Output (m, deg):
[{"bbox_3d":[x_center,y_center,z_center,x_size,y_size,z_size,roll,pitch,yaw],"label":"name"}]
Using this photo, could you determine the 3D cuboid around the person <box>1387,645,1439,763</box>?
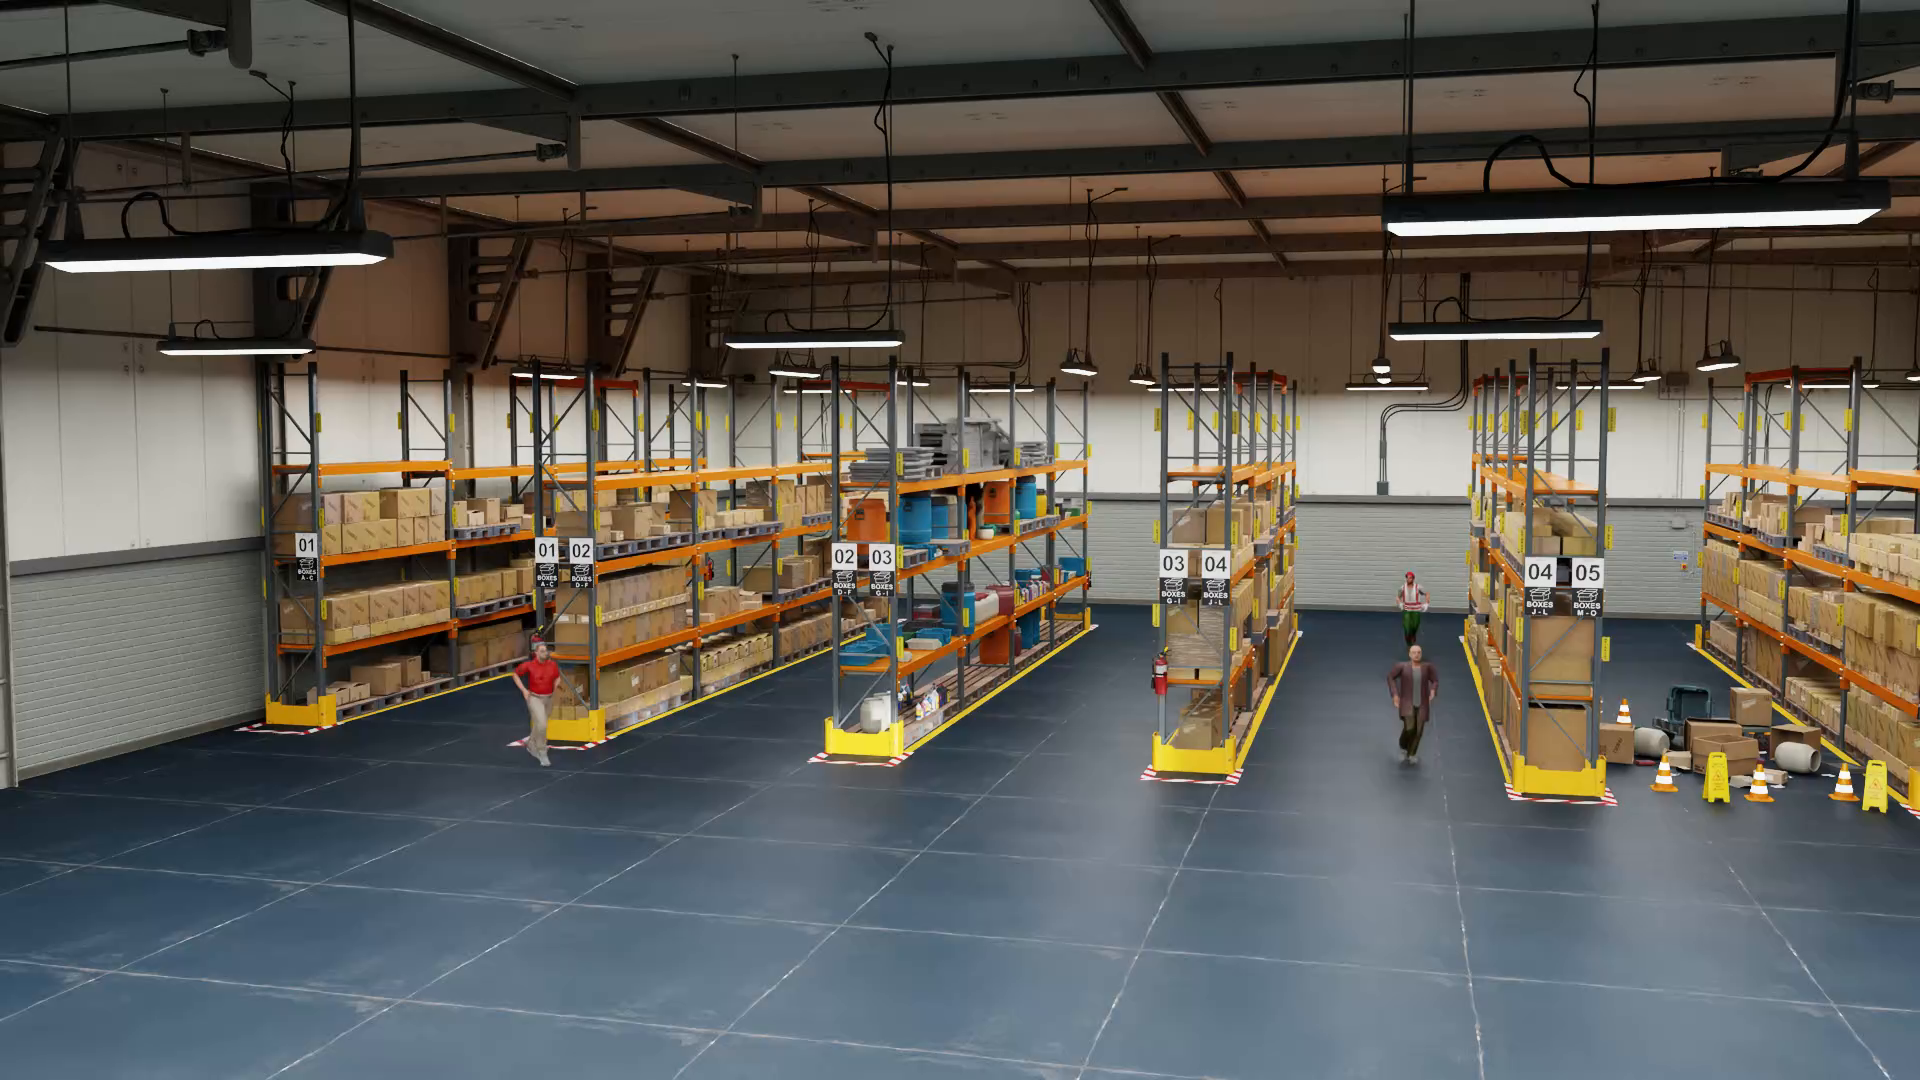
[{"bbox_3d":[6.667,2.414,24.351,0.717,1.745,0.645,0,4,0],"label":"person"}]

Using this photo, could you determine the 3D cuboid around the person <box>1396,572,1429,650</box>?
[{"bbox_3d":[9.920,1.564,36.534,0.699,1.736,0.653,2,4,23],"label":"person"}]

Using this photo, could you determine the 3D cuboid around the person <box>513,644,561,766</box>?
[{"bbox_3d":[-6.208,2.418,24.555,0.758,1.793,0.657,3,5,40],"label":"person"}]
